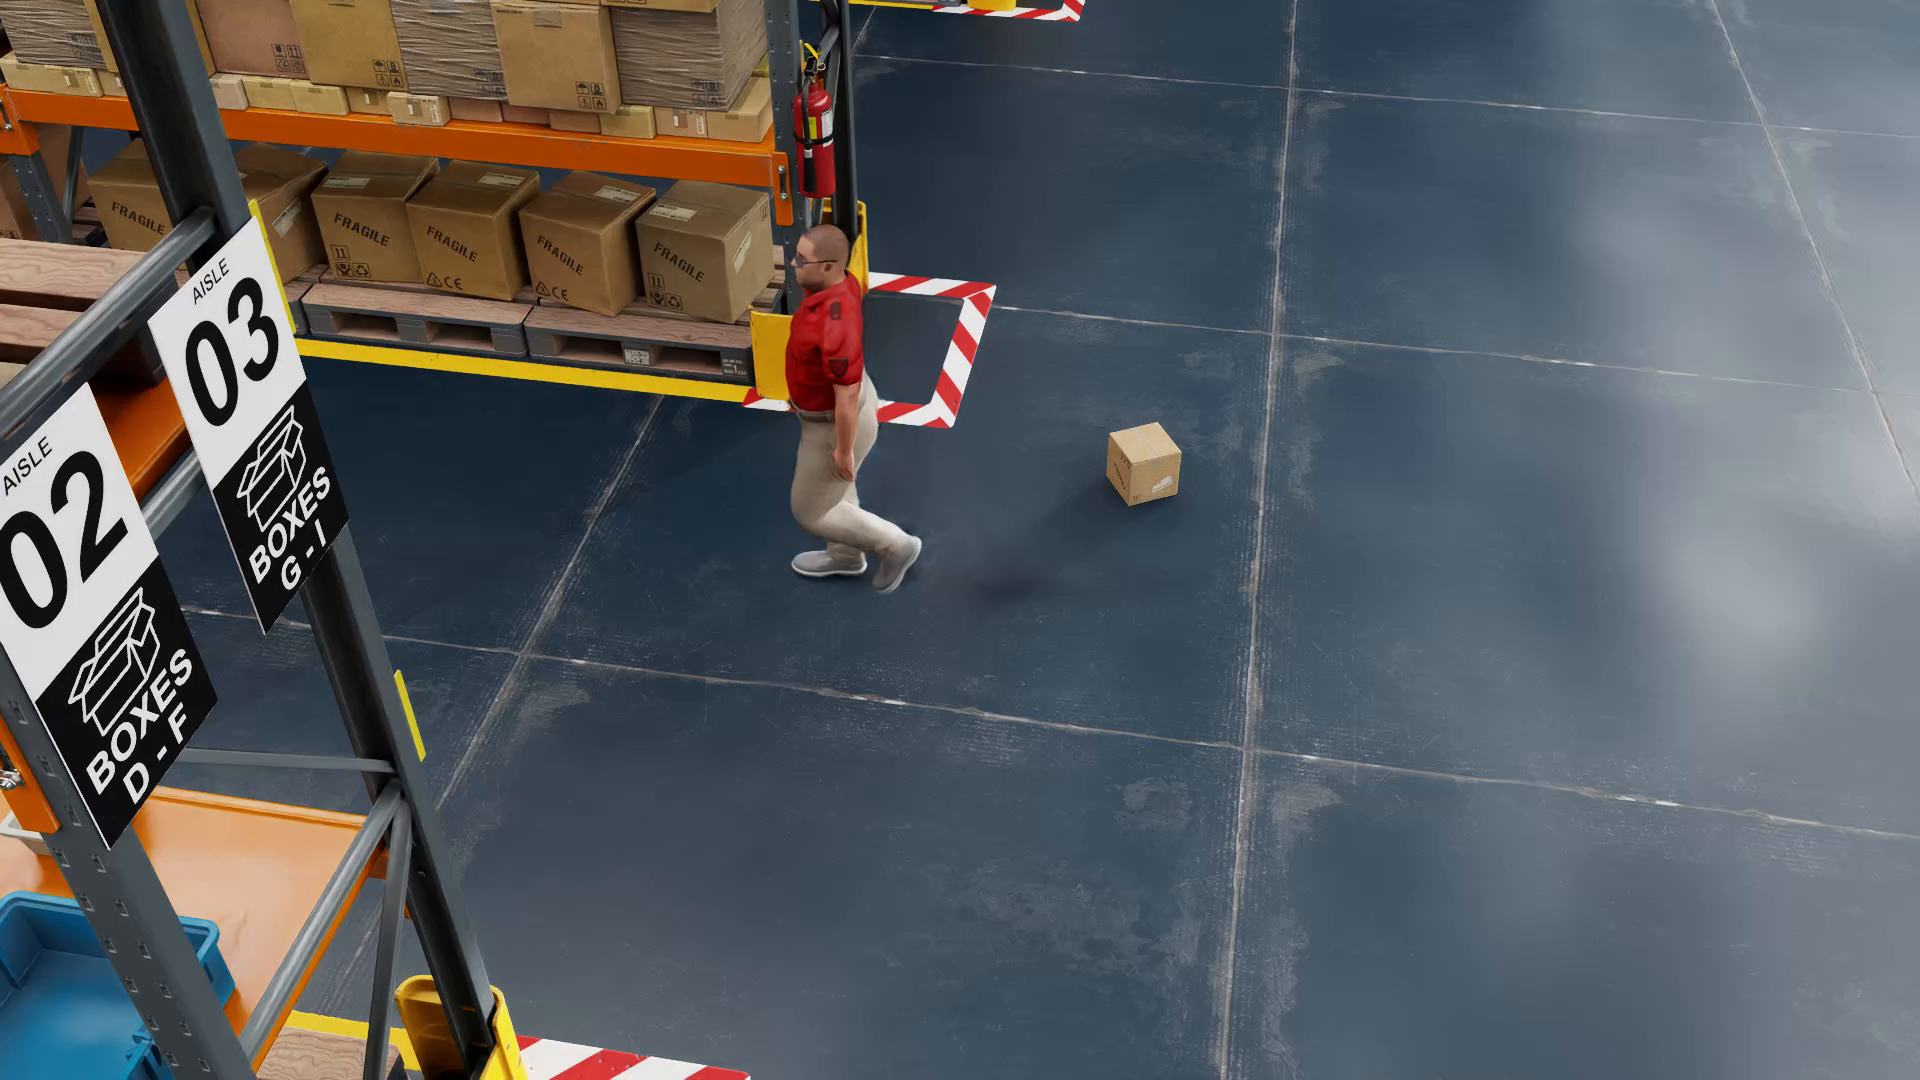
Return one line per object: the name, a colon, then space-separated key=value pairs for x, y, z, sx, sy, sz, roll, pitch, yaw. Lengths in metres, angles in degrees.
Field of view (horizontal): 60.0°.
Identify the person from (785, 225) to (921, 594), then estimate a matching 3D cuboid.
person: x=-0.451 y=-0.490 z=6.711 sx=0.568 sy=1.712 sz=0.545 roll=-2 pitch=40 yaw=-2
